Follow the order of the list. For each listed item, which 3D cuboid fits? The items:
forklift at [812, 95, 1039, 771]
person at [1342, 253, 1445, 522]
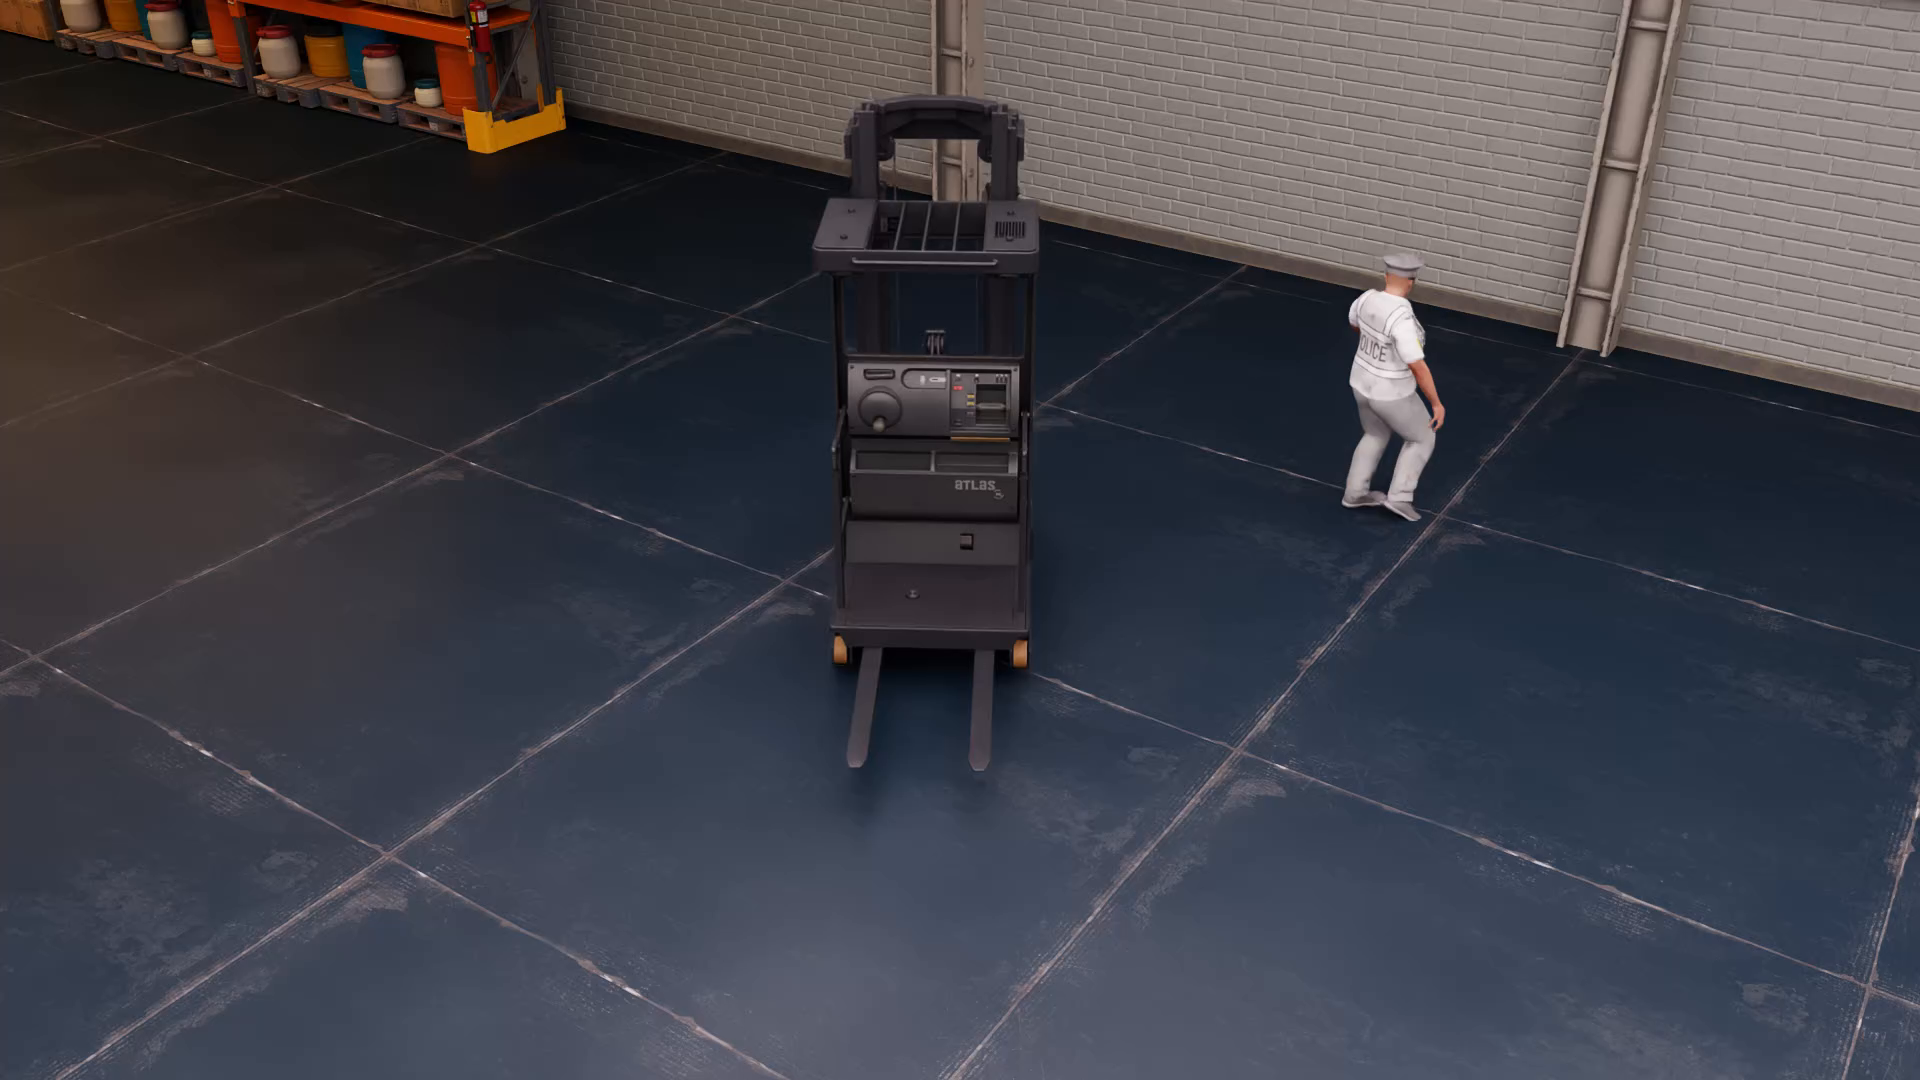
[{"bbox_3d":[-0.149,-0.716,8.814,1.130,2.935,3.031,1,30,2],"label":"forklift"},{"bbox_3d":[2.708,-0.940,10.464,0.493,1.780,0.923,-10,32,-17],"label":"person"}]
